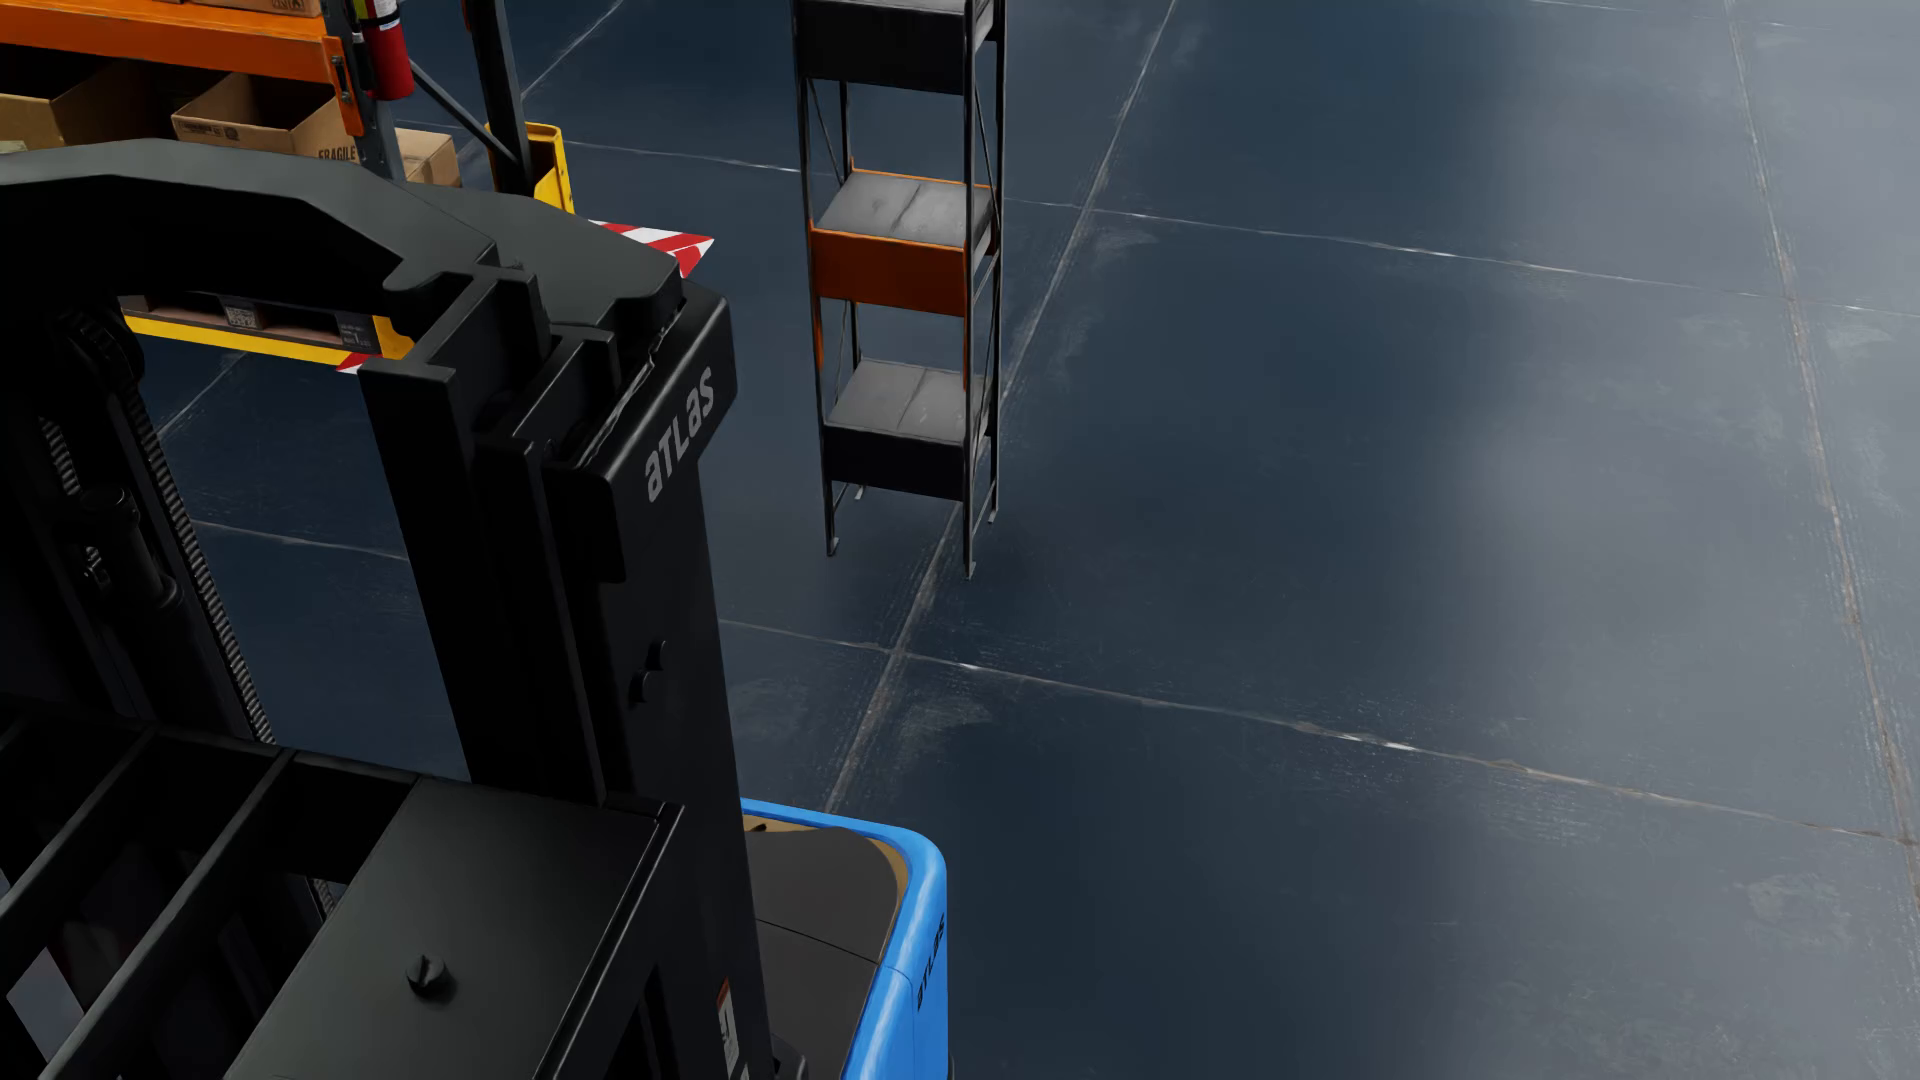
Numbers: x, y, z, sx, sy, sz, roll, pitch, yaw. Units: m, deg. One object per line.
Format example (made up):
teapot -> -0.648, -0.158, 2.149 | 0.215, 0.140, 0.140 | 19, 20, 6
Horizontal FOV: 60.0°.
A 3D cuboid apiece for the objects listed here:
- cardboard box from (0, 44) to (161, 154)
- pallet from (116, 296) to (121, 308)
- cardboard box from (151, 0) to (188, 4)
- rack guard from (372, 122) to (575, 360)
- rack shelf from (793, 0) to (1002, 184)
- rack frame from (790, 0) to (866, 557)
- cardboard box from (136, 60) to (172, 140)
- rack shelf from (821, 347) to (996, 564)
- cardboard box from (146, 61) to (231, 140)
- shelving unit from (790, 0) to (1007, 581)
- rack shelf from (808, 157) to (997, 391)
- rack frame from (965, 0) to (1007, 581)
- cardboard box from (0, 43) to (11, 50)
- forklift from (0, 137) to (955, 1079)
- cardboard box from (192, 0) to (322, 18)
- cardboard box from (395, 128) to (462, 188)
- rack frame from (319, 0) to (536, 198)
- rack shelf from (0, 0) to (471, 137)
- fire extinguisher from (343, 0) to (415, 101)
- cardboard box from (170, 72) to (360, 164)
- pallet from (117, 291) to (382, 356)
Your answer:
cardboard box -> -3.577, -1.644, 6.603 | 0.500, 0.500, 0.500 | 10, 41, 11
pallet -> -3.937, -1.425, 7.282 | 1.213, 0.211, 1.003 | 10, 41, 11
cardboard box -> -2.969, -2.395, 6.192 | 0.500, 0.500, 0.700 | 11, 41, 13
rack guard -> -1.989, -1.226, 6.821 | 0.348, 0.500, 1.175 | 10, 41, 11
rack shelf -> -0.160, -1.357, 4.666 | 0.480, 0.518, 0.431 | 10, 41, 11
rack frame -> -0.396, -0.872, 5.156 | 0.015, 2.100, 0.400 | 10, 41, 11
cardboard box -> -3.443, -1.967, 6.988 | 0.500, 0.500, 0.500 | 10, 41, 11
rack shelf -> -0.160, -0.285, 5.566 | 0.480, 0.518, 0.431 | 10, 41, 11
cardboard box -> -2.956, -1.891, 6.898 | 0.500, 0.500, 0.500 | 10, 41, 11
shelving unit -> -0.160, -0.832, 5.107 | 0.503, 2.100, 0.431 | 10, 41, 11
rack shelf -> -0.160, -0.821, 5.116 | 0.480, 0.518, 0.431 | 10, 41, 11
rack frame -> 0.076, -0.791, 5.059 | 0.015, 2.100, 0.400 | 10, 41, 11
cardboard box -> -4.060, -1.728, 6.703 | 0.500, 0.500, 0.500 | 10, 41, 11
forklift -> -0.859, 1.146, 2.106 | 1.130, 2.935, 3.031 | 9, 41, 10
cardboard box -> -2.460, -2.311, 6.092 | 0.500, 0.500, 0.700 | 10, 41, 11
cardboard box -> -2.473, -1.522, 7.042 | 0.500, 0.250, 0.500 | 10, 41, 11
rack frame -> -2.012, -2.187, 6.022 | 0.127, 3.000, 1.000 | 10, 41, 11
rack shelf -> -3.944, -2.244, 6.649 | 4.000, 0.370, 1.077 | 10, 41, 11
fire extinguisher -> -2.018, -1.849, 5.680 | 0.183, 0.674, 0.296 | 10, 41, 11
cardboard box -> -2.607, -1.486, 6.416 | 0.500, 0.500, 0.500 | 10, 41, 11
pallet -> -2.762, -1.220, 7.039 | 1.213, 0.211, 1.003 | 10, 41, 11
